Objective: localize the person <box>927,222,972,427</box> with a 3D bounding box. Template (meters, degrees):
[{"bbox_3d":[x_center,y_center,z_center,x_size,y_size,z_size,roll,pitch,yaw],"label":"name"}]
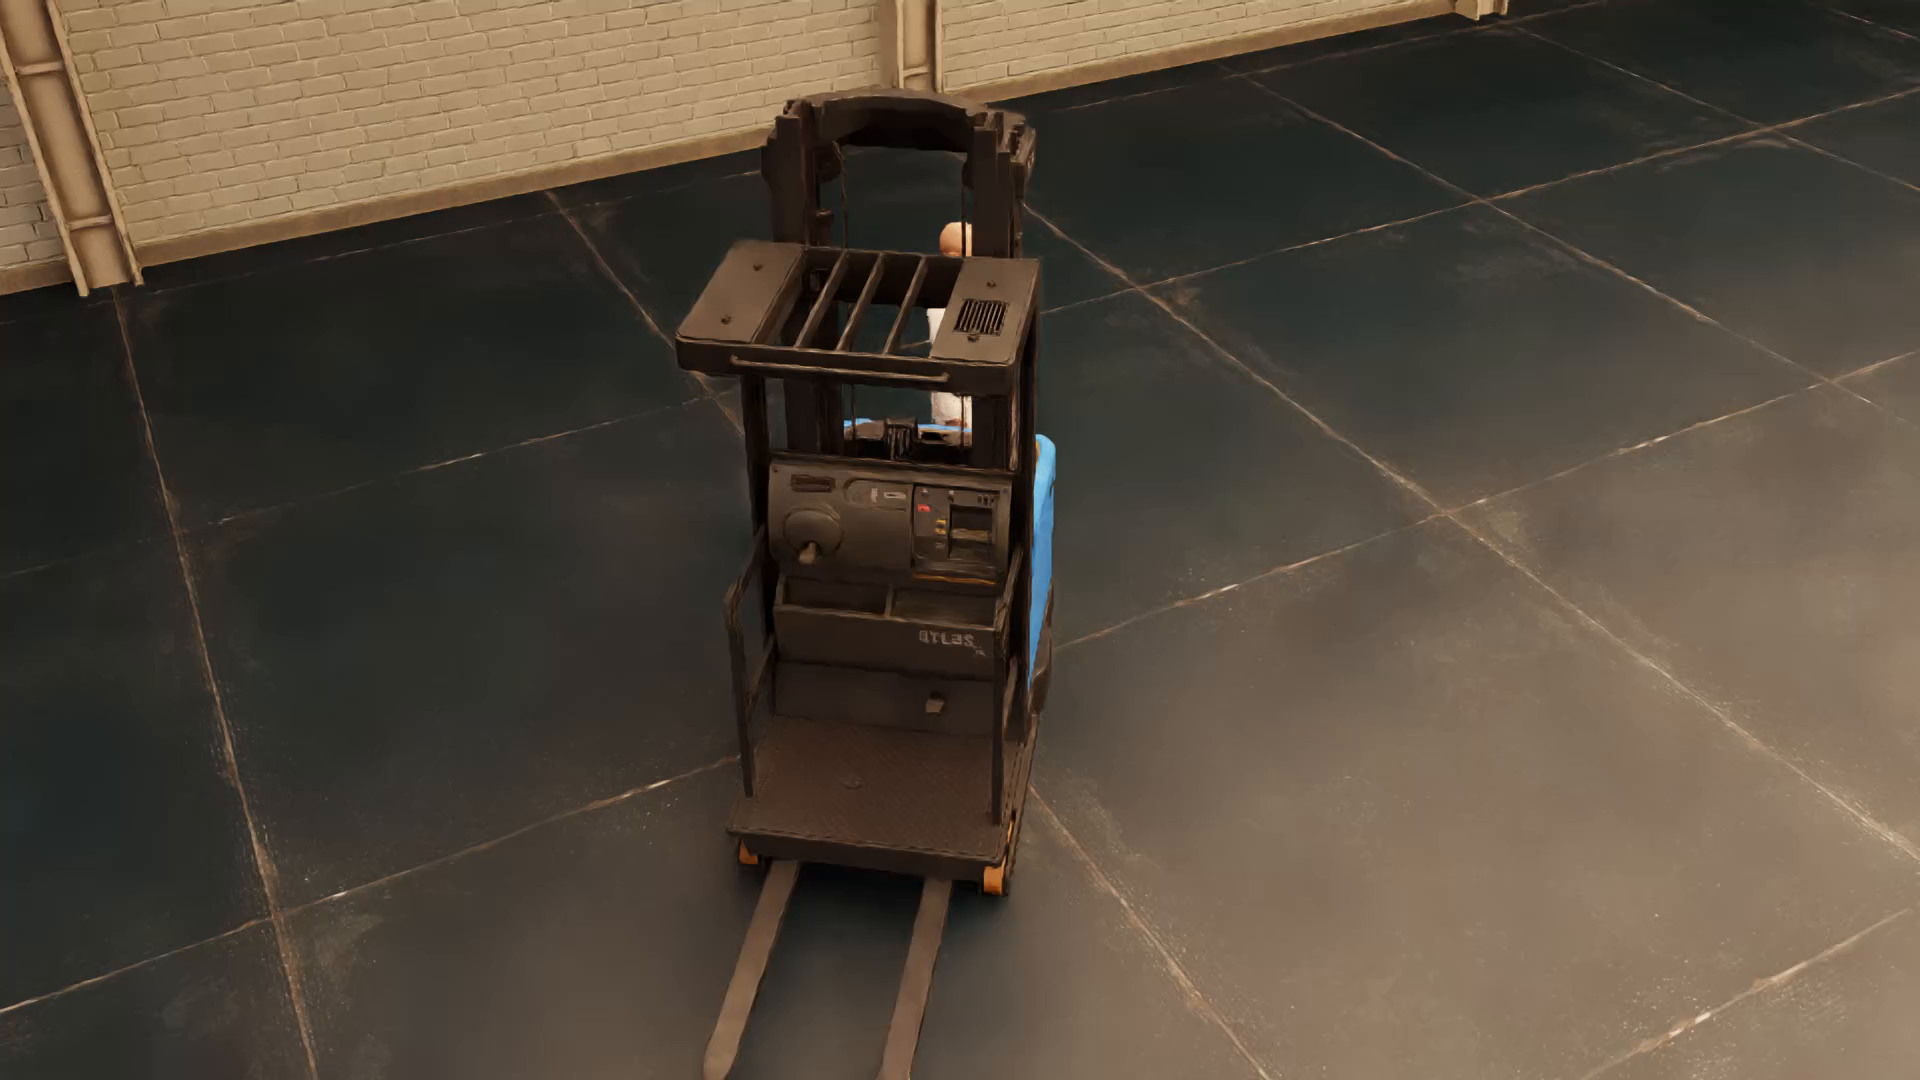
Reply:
[{"bbox_3d":[0.060,-0.719,8.143,0.486,1.778,0.585,5,36,7],"label":"person"}]

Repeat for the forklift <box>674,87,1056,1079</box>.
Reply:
[{"bbox_3d":[-0.303,-0.005,6.130,1.130,2.935,3.031,5,36,8],"label":"forklift"}]
